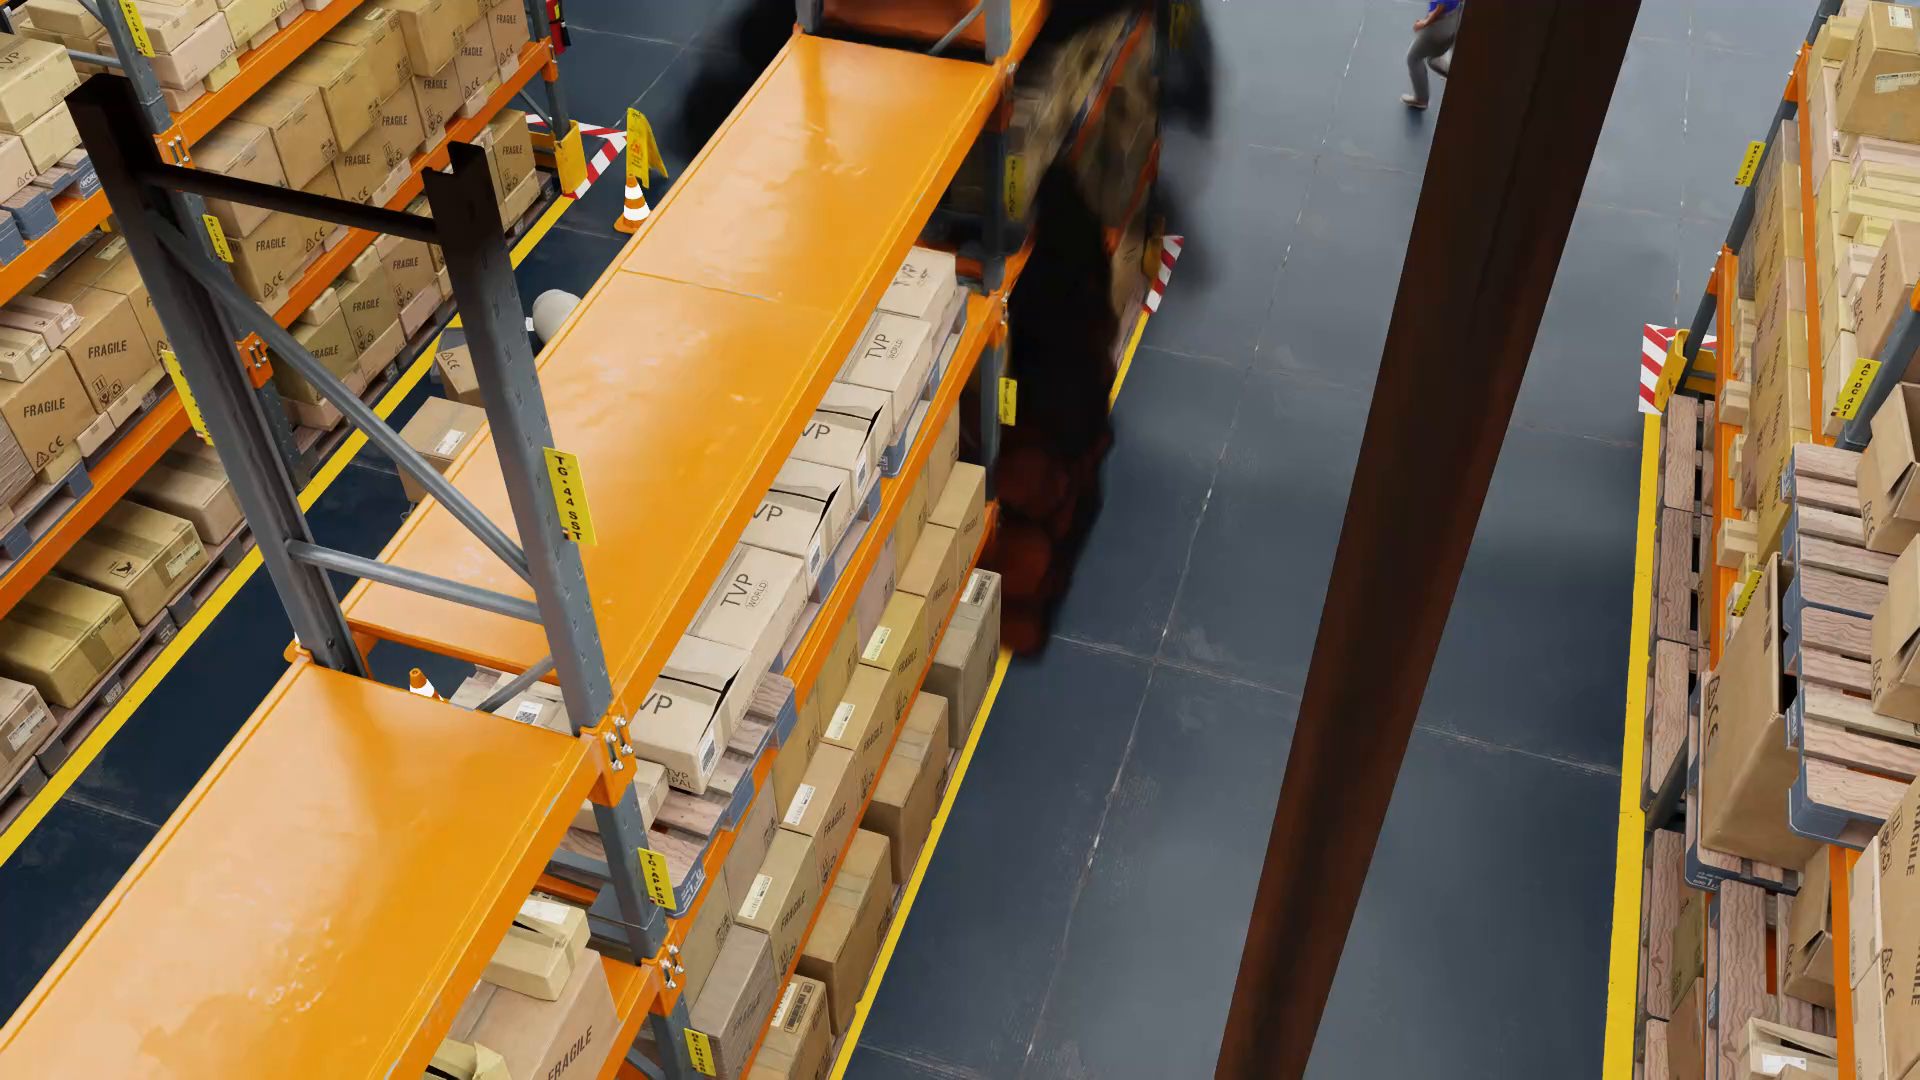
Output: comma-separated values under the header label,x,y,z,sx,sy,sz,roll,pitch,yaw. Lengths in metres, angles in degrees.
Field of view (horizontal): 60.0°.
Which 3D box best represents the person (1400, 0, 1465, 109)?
label,x,y,z,sx,sy,sz,roll,pitch,yaw
person,4.208,-4.328,14.383,0.562,1.433,0.681,-33,54,-28
